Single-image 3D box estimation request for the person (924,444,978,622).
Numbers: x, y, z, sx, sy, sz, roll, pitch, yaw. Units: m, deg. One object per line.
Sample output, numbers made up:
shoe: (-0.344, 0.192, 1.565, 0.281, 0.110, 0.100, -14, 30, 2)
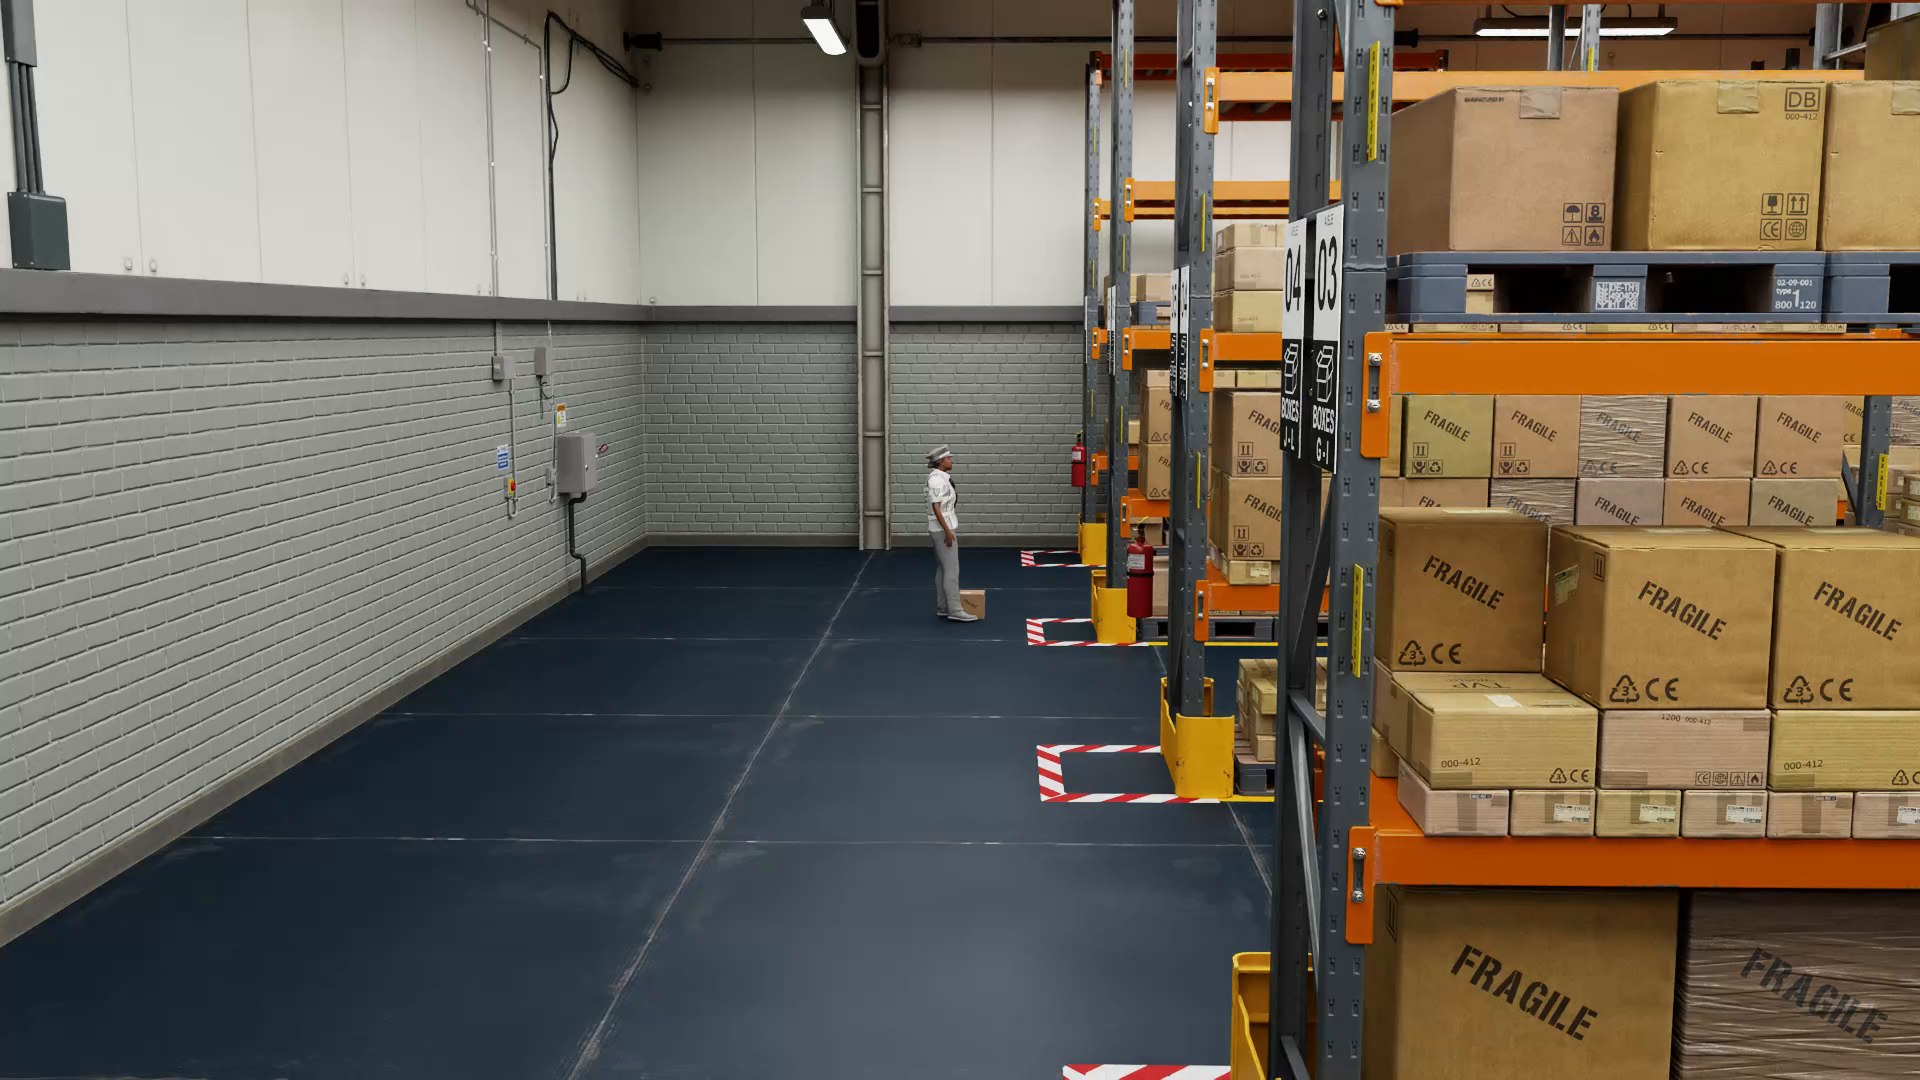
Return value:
person: (-0.087, -0.085, 16.232, 0.529, 1.694, 0.569, 0, 7, 1)
